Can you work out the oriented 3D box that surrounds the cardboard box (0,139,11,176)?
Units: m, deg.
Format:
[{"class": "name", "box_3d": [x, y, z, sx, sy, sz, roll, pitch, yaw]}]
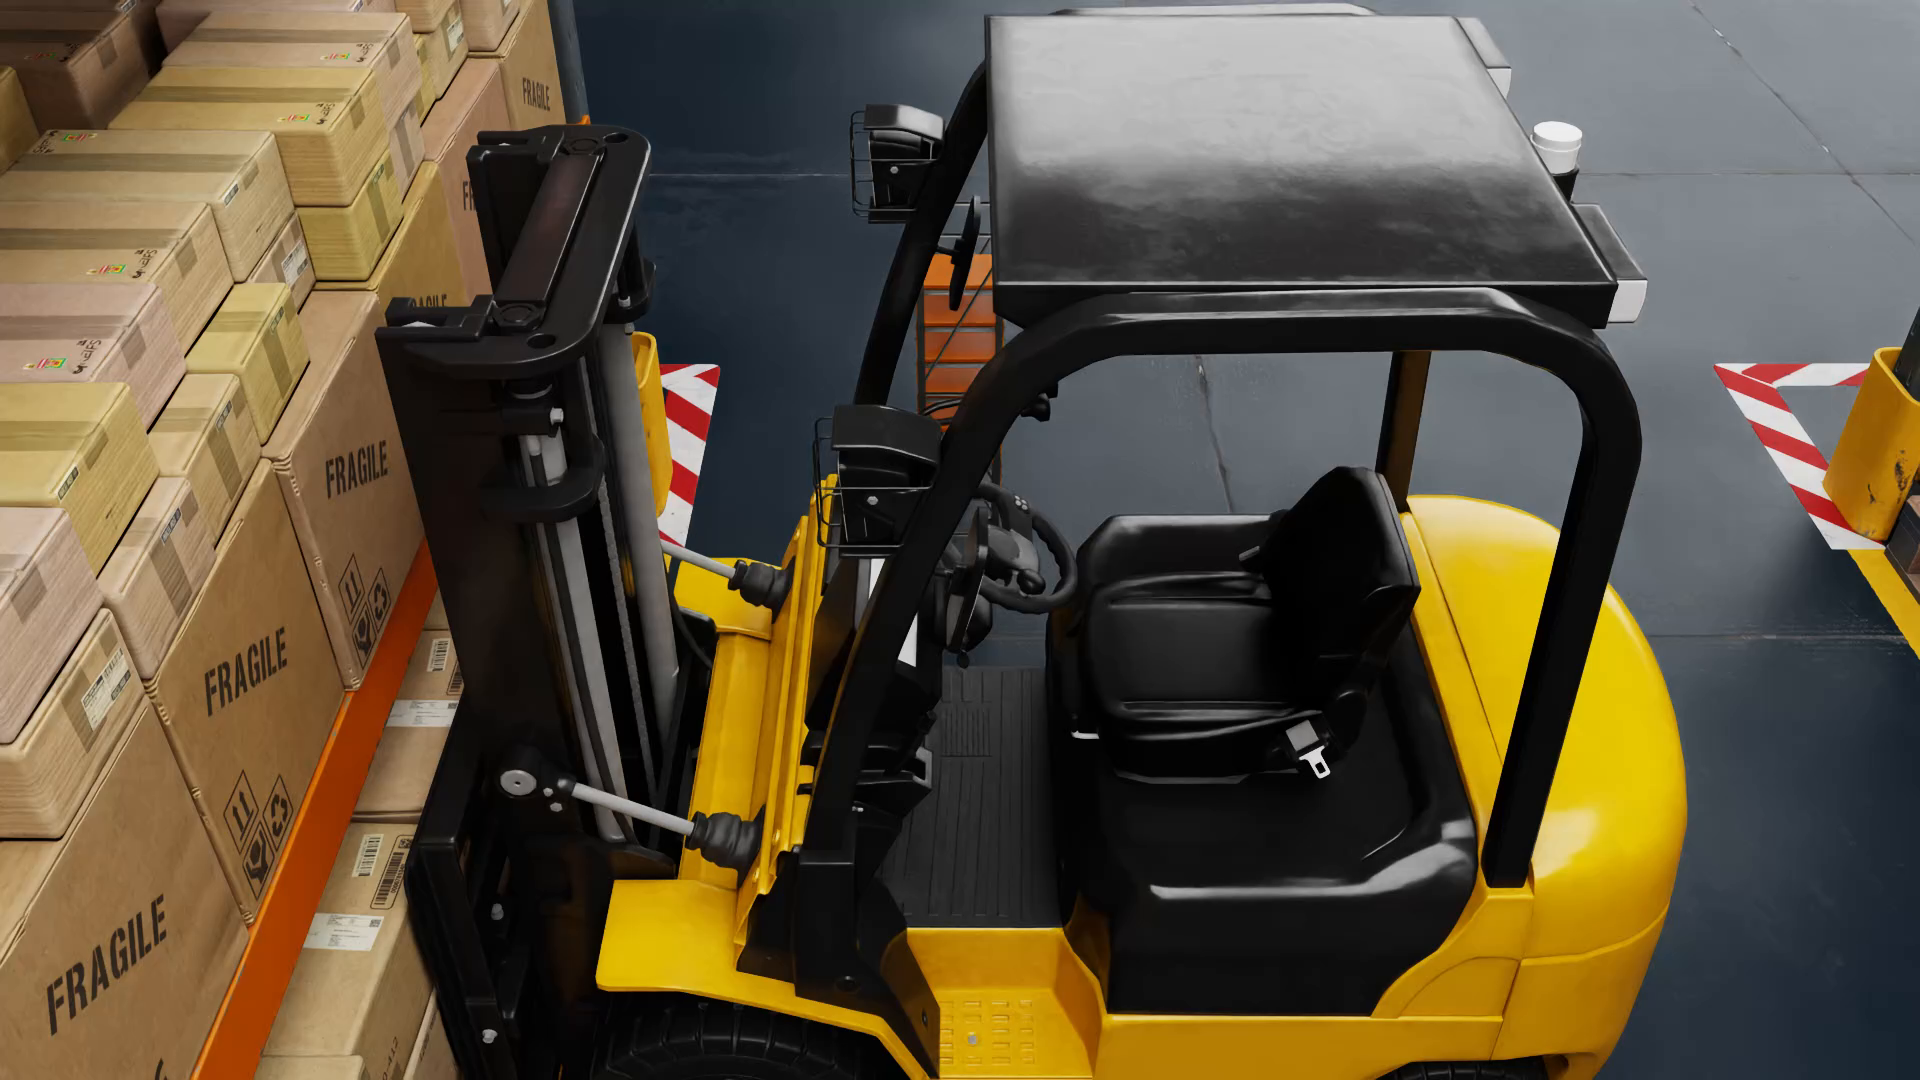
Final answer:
[{"class": "cardboard box", "box_3d": [-1.781, -0.548, 2.699, 0.380, 0.149, 0.250, 0, 39, 0]}]

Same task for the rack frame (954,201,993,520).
[{"class": "rack frame", "box_3d": [0.000, -0.534, 4.957, 0.240, 1.200, 0.006, 0, 39, 0]}]

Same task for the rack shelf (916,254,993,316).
[{"class": "rack shelf", "box_3d": [0.000, -0.724, 4.689, 0.258, 0.103, 0.180, 0, 39, 0]}]

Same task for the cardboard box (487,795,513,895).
[{"class": "cardboard box", "box_3d": [-1.219, 0.650, 3.504, 0.500, 0.250, 0.500, 0, 39, 0]}]

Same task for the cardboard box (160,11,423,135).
[{"class": "cardboard box", "box_3d": [-1.234, -0.866, 3.095, 0.380, 0.149, 0.250, 1, 39, 1]}]

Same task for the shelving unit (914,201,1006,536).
[{"class": "shelving unit", "box_3d": [0.000, -0.477, 4.886, 0.258, 1.200, 0.189, 0, 39, 0]}]

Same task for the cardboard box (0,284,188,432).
[{"class": "cardboard box", "box_3d": [-1.321, -0.230, 2.301, 0.380, 0.149, 0.250, 0, 39, 0]}]

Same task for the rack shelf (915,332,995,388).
[{"class": "rack shelf", "box_3d": [0.000, -0.536, 4.839, 0.258, 0.103, 0.180, 0, 39, 0]}]

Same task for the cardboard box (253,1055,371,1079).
[{"class": "cardboard box", "box_3d": [-1.213, 1.080, 2.567, 0.500, 0.250, 0.500, 0, 39, 0]}]

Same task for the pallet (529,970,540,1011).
[{"class": "pallet", "box_3d": [-1.499, 1.010, 3.821, 1.003, 0.211, 1.213, 0, 39, 0]}]

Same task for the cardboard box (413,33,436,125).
[{"class": "cardboard box", "box_3d": [-1.302, -0.916, 3.396, 0.380, 0.149, 0.250, 0, 39, 0]}]

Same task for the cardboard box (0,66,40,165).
[{"class": "cardboard box", "box_3d": [-1.860, -0.703, 2.892, 0.380, 0.149, 0.250, -1, 39, -1]}]

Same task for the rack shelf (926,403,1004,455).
[{"class": "rack shelf", "box_3d": [0.000, -0.349, 4.989, 0.258, 0.103, 0.180, 0, 39, 0]}]

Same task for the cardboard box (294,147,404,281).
[{"class": "cardboard box", "box_3d": [-1.234, -0.591, 2.990, 0.380, 0.149, 0.250, 0, 39, 0]}]

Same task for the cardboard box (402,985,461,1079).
[{"class": "cardboard box", "box_3d": [-1.220, 0.966, 3.109, 0.500, 0.250, 0.500, 0, 39, 0]}]

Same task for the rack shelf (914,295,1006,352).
[{"class": "rack shelf", "box_3d": [0.000, -0.630, 4.764, 0.258, 0.103, 0.180, 0, 39, 0]}]

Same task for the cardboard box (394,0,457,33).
[{"class": "cardboard box", "box_3d": [-1.271, -1.184, 3.493, 0.380, 0.149, 0.250, 1, 39, 1]}]

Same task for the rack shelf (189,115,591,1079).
[{"class": "rack shelf", "box_3d": [-1.538, 0.214, 3.160, 1.077, 0.370, 4.000, 0, 39, 0]}]

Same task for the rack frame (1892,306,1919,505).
[{"class": "rack frame", "box_3d": [3.423, -1.324, 4.503, 1.000, 3.000, 0.127, 0, 39, 0]}]

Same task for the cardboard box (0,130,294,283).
[{"class": "cardboard box", "box_3d": [-1.322, -0.543, 2.692, 0.380, 0.149, 0.250, 0, 39, 1]}]

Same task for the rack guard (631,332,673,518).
[{"class": "rack guard", "box_3d": [-1.541, -0.357, 5.296, 1.175, 0.500, 0.348, 0, 39, 0]}]

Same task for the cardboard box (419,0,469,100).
[{"class": "cardboard box", "box_3d": [-1.291, -1.071, 3.589, 0.380, 0.149, 0.250, 1, 39, 1]}]

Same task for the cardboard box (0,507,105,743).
[{"class": "cardboard box", "box_3d": [-1.237, 0.092, 1.900, 0.380, 0.149, 0.250, 1, 39, 1]}]

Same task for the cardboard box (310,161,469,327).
[{"class": "cardboard box", "box_3d": [-1.285, -0.404, 3.276, 0.500, 0.500, 0.500, -1, 39, -1]}]

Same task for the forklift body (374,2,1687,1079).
[{"class": "forklift body", "box_3d": [0.286, 0.198, 3.283, 2.313, 2.155, 1.214, 0, 39, 0]}]

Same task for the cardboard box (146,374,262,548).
[{"class": "cardboard box", "box_3d": [-1.246, -0.108, 2.388, 0.380, 0.149, 0.250, -1, 39, -1]}]

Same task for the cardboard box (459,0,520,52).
[{"class": "cardboard box", "box_3d": [-1.230, -1.233, 3.792, 0.380, 0.149, 0.250, 1, 39, 1]}]

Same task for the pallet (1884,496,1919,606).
[{"class": "pallet", "box_3d": [3.389, 0.320, 4.682, 1.003, 0.211, 1.213, 0, 39, 0]}]

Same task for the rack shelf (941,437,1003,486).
[{"class": "rack shelf", "box_3d": [0.000, -0.255, 5.064, 0.258, 0.103, 0.180, 0, 39, 0]}]

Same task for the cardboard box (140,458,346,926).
[{"class": "cardboard box", "box_3d": [-1.294, 0.225, 2.491, 0.500, 0.500, 0.500, 0, 39, 0]}]

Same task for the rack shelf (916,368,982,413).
[{"class": "rack shelf", "box_3d": [0.000, -0.443, 4.914, 0.258, 0.103, 0.180, 0, 39, 0]}]

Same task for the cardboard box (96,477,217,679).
[{"class": "cardboard box", "box_3d": [-1.228, 0.049, 2.192, 0.380, 0.149, 0.250, 0, 39, -1]}]

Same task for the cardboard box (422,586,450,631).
[{"class": "cardboard box", "box_3d": [-1.211, 0.124, 3.760, 0.500, 0.250, 0.500, 0, 39, 1]}]

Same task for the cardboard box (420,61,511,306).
[{"class": "cardboard box", "box_3d": [-1.286, -0.725, 3.676, 0.500, 0.500, 0.500, 1, 39, 1]}]

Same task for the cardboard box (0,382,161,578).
[{"class": "cardboard box", "box_3d": [-1.265, -0.070, 2.103, 0.380, 0.149, 0.250, -1, 39, -1]}]

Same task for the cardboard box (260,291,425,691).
[{"class": "cardboard box", "box_3d": [-1.274, -0.090, 2.884, 0.500, 0.500, 0.500, 0, 39, 0]}]

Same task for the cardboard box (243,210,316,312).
[{"class": "cardboard box", "box_3d": [-1.324, -0.435, 2.795, 0.380, 0.149, 0.250, 0, 39, 0]}]

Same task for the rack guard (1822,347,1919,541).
[{"class": "rack guard", "box_3d": [3.423, -0.301, 5.225, 1.175, 0.500, 0.348, 0, 39, 0]}]

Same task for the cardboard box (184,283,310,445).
[{"class": "cardboard box", "box_3d": [-1.255, -0.275, 2.596, 0.380, 0.149, 0.250, -1, 39, -1]}]

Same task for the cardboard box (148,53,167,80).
[{"class": "cardboard box", "box_3d": [-1.802, -0.917, 3.397, 0.380, 0.149, 0.250, -1, 39, -2]}]

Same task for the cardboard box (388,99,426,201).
[{"class": "cardboard box", "box_3d": [-1.255, -0.749, 3.187, 0.380, 0.149, 0.250, -1, 39, -2]}]

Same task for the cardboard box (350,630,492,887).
[{"class": "cardboard box", "box_3d": [-1.218, 0.441, 3.365, 0.500, 0.250, 0.500, -1, 39, -1]}]

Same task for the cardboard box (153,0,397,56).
[{"class": "cardboard box", "box_3d": [-1.345, -1.028, 3.298, 0.380, 0.149, 0.250, 0, 39, 0]}]

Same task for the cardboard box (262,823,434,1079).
[{"class": "cardboard box", "box_3d": [-1.225, 0.769, 2.955, 0.500, 0.250, 0.500, 1, 39, 1]}]

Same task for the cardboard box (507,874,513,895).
[{"class": "cardboard box", "box_3d": [-1.219, 0.834, 3.674, 0.500, 0.250, 0.500, 1, 39, 1]}]

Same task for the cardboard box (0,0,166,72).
[{"class": "cardboard box", "box_3d": [-1.788, -1.032, 3.303, 0.380, 0.149, 0.250, 0, 39, 0]}]

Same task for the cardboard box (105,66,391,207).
[{"class": "cardboard box", "box_3d": [-1.228, -0.704, 2.893, 0.380, 0.149, 0.250, 1, 39, 1]}]

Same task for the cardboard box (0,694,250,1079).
[{"class": "cardboard box", "box_3d": [-1.293, 0.541, 2.096, 0.500, 0.500, 0.500, 1, 39, 1]}]

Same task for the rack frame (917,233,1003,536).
[{"class": "rack frame", "box_3d": [0.000, -0.420, 4.815, 0.240, 1.200, 0.006, 0, 39, 0]}]

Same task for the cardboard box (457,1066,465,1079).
[{"class": "cardboard box", "box_3d": [-1.238, 1.151, 3.278, 0.500, 0.250, 0.500, 1, 39, 1]}]

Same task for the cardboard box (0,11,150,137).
[{"class": "cardboard box", "box_3d": [-1.762, -0.867, 3.097, 0.380, 0.149, 0.250, 1, 39, 1]}]

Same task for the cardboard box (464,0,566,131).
[{"class": "cardboard box", "box_3d": [-1.278, -1.049, 4.081, 0.500, 0.500, 0.500, -1, 39, -1]}]

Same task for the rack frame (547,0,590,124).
[{"class": "rack frame", "box_3d": [-1.541, -1.318, 4.496, 1.000, 3.000, 0.127, 0, 39, 0]}]

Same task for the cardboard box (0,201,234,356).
[{"class": "cardboard box", "box_3d": [-1.339, -0.385, 2.496, 0.380, 0.149, 0.250, 0, 39, 0]}]

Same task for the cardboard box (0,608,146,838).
[{"class": "cardboard box", "box_3d": [-1.230, 0.213, 1.987, 0.380, 0.149, 0.250, 1, 39, 1]}]
